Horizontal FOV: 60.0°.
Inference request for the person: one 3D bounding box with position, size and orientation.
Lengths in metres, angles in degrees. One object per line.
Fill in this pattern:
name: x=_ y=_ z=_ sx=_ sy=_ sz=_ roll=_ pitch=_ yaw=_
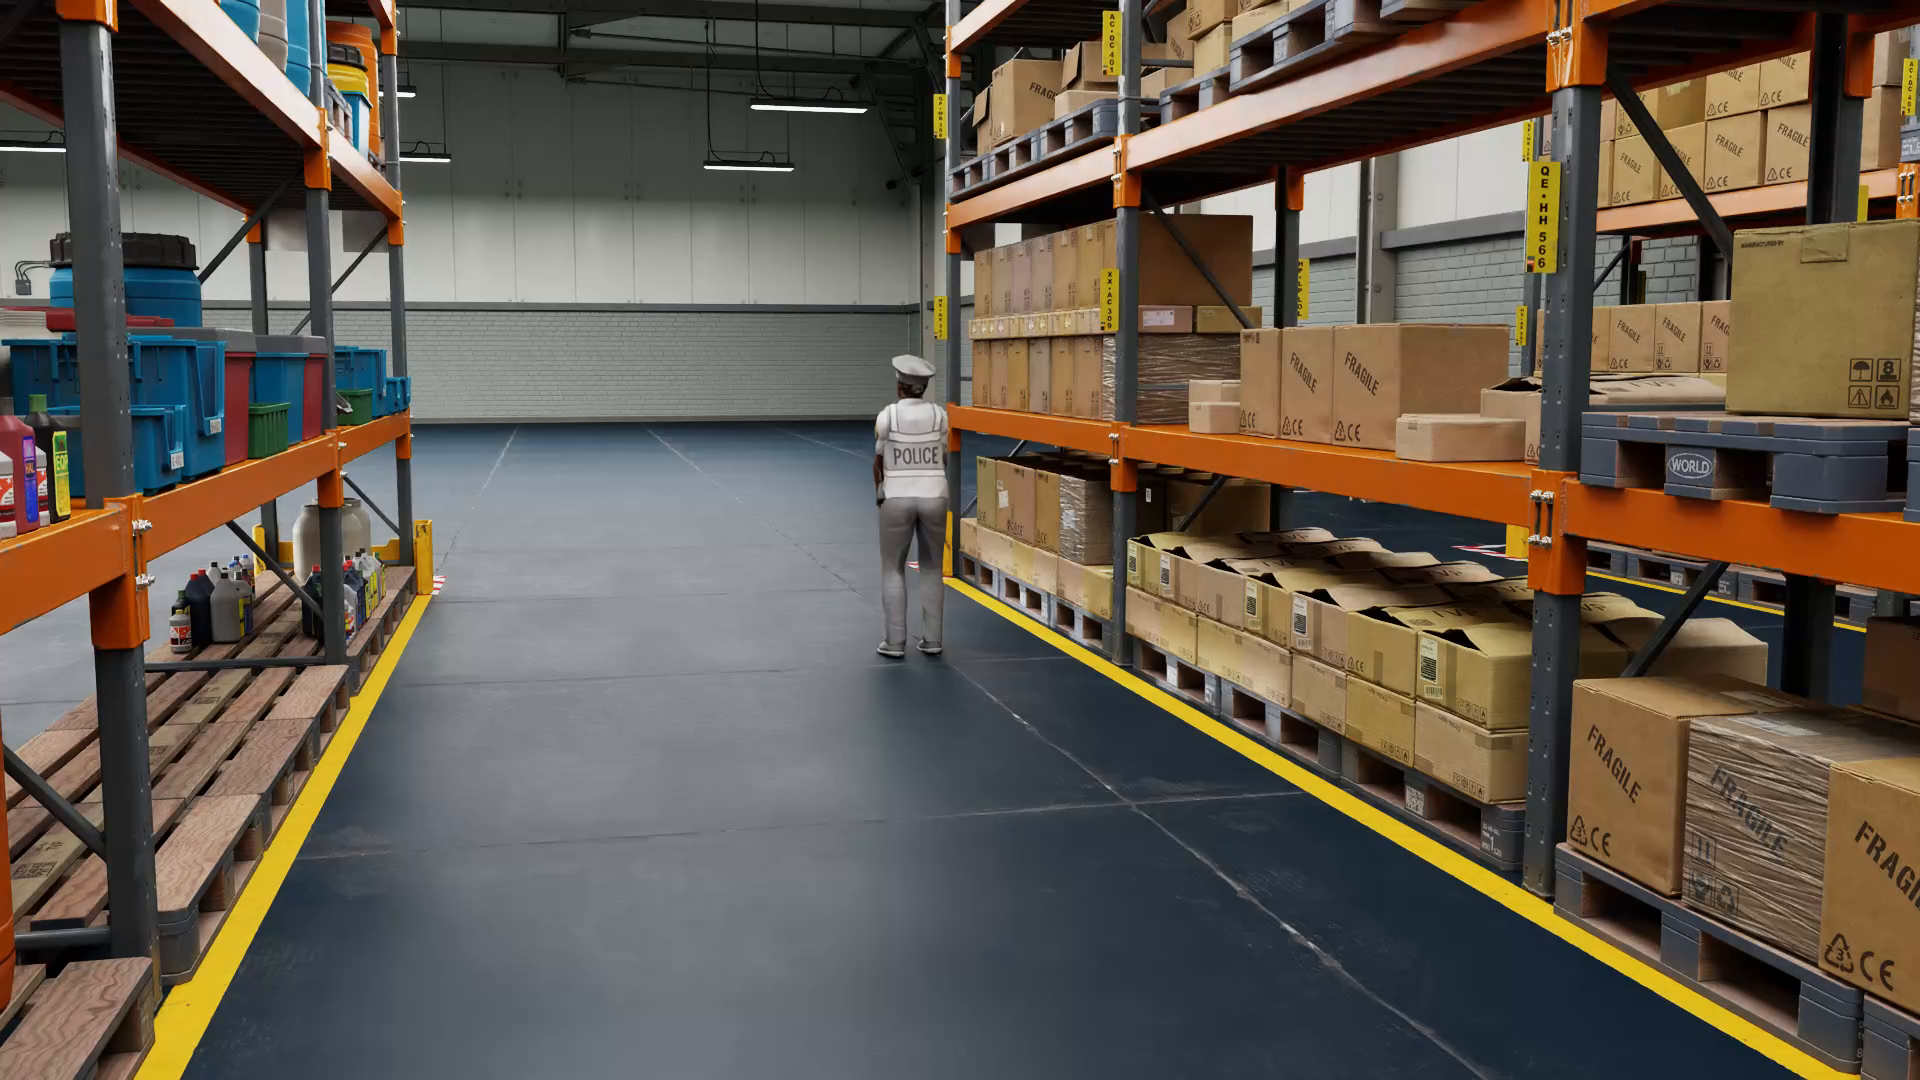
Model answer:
person: x=-0.284 y=-0.196 z=9.386 sx=0.435 sy=1.692 sz=0.520 roll=-2 pitch=6 yaw=-14
